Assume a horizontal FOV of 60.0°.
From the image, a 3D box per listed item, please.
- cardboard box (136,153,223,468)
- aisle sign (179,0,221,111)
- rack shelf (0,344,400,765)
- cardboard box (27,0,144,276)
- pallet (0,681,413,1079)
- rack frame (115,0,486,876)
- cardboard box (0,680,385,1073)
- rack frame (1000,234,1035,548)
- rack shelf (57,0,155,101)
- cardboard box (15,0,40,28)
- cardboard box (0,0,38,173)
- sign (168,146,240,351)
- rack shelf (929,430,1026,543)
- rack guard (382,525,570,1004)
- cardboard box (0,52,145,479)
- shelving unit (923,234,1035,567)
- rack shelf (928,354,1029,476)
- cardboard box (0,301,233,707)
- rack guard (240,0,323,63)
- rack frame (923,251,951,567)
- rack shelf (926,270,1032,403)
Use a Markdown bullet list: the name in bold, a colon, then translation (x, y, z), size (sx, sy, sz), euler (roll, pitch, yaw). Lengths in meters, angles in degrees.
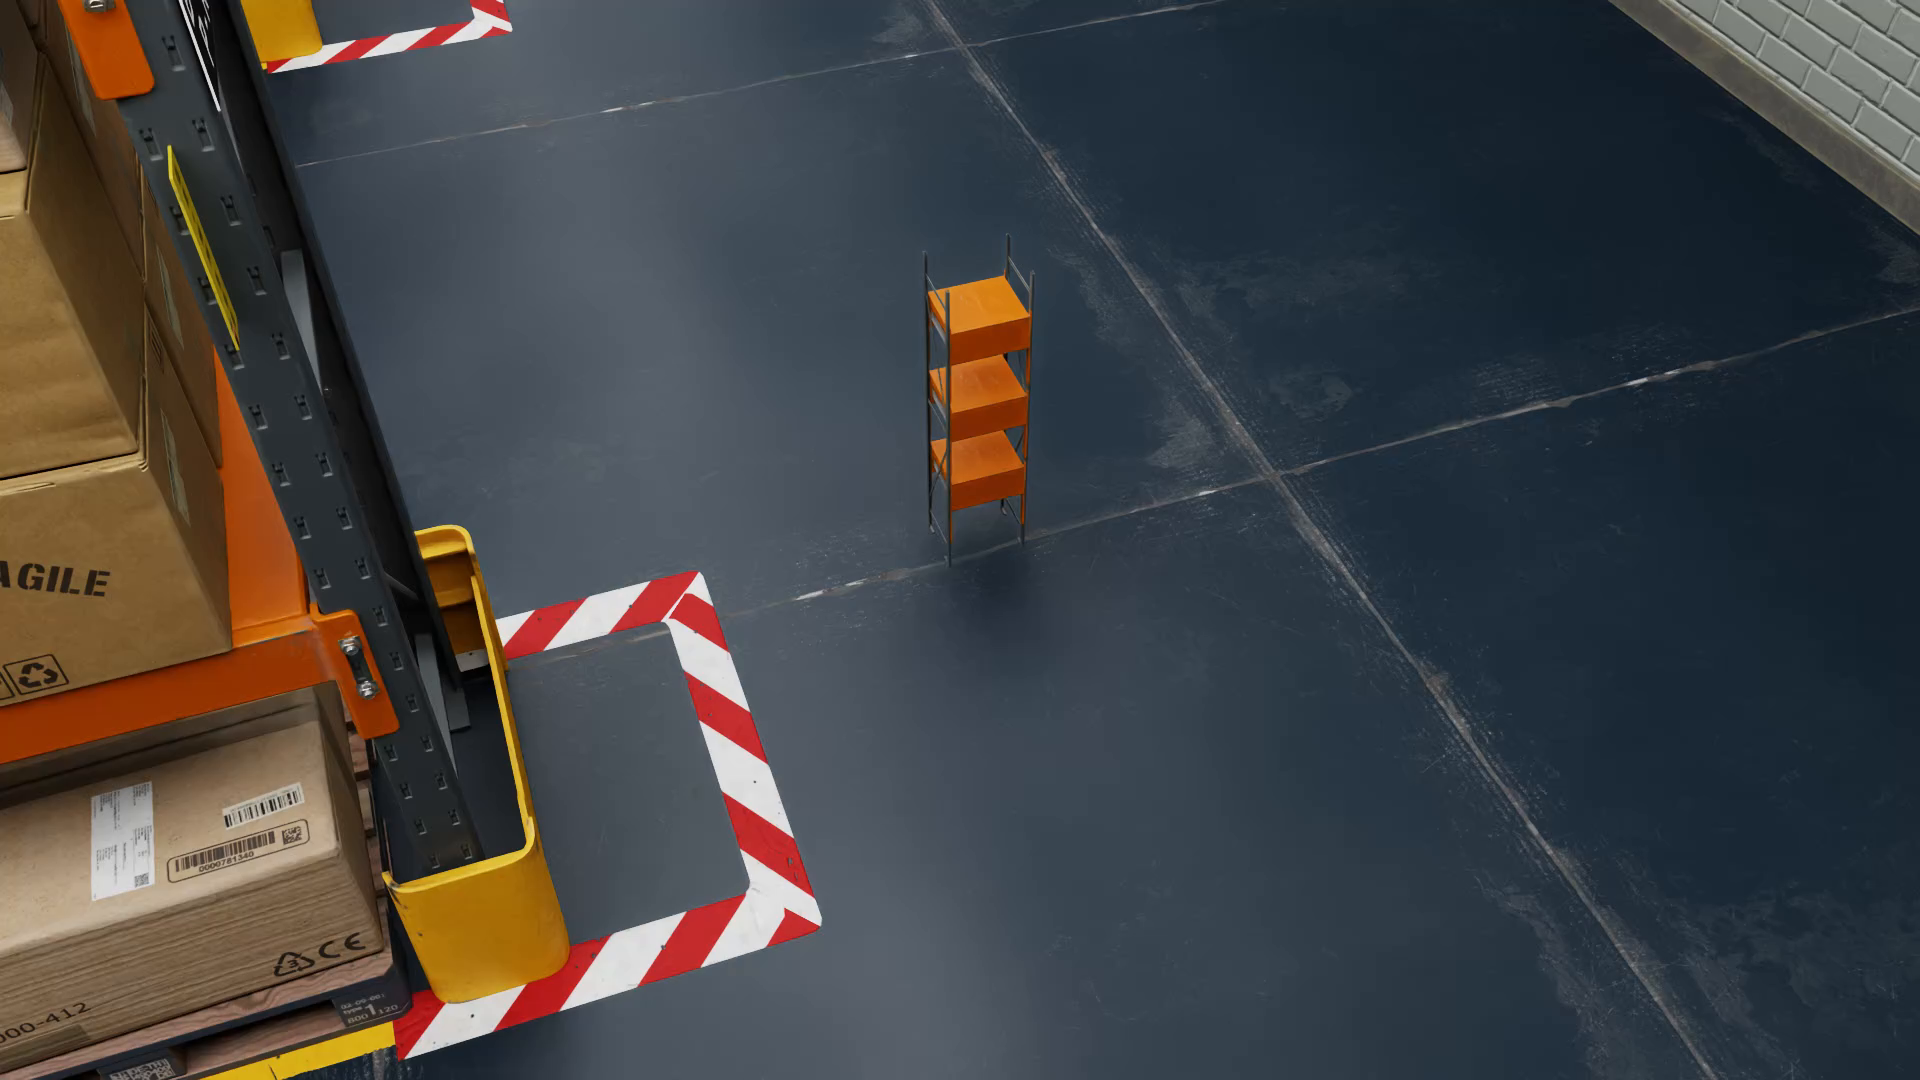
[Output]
- **cardboard box**: translation (-1.900, -0.436, 3.496), size (0.500, 0.500, 0.500), euler (-15, 47, -14)
- **aisle sign**: translation (-1.178, -1.053, 2.346), size (0.004, 0.787, 0.394), euler (-14, 47, -14)
- **rack shelf**: translation (-3.232, 0.411, 3.231), size (4.000, 0.370, 1.077), euler (-14, 47, -14)
- **cardboard box**: translation (-1.899, -0.787, 3.140), size (0.500, 0.500, 0.500), euler (-15, 47, -15)
- **pallet**: translation (-2.076, 0.904, 4.200), size (1.213, 0.211, 1.003), euler (-14, 47, -14)
- **rack frame**: translation (-1.351, -0.324, 3.456), size (0.127, 3.000, 1.000), euler (-14, 47, -14)
- **cardboard box**: translation (-1.938, 0.657, 3.990), size (0.875, 0.438, 0.875), euler (-16, 47, -15)
- **rack frame**: translation (0.165, -0.413, 4.920), size (0.008, 1.050, 0.200), euler (-14, 47, -14)
- **rack shelf**: translation (-3.232, -0.648, 2.169), size (4.000, 0.370, 1.077), euler (-14, 47, -14)
- **cardboard box**: translation (-1.779, -1.041, 2.935), size (0.250, 0.149, 0.380), euler (-13, 47, -13)
- **cardboard box**: translation (-1.620, -0.722, 2.617), size (0.250, 0.149, 0.380), euler (-14, 47, -13)
- **sign**: translation (-1.180, -0.452, 2.598), size (0.005, 0.325, 0.100), euler (-14, 47, -14)
- **rack shelf**: translation (0.050, -0.180, 5.095), size (0.240, 0.259, 0.215), euler (-14, 47, -14)
- **rack guard**: translation (-1.328, 0.552, 4.347), size (0.348, 0.500, 1.175), euler (-14, 47, -14)
- **cardboard box**: translation (-1.723, -0.438, 2.792), size (0.500, 0.500, 0.500), euler (-13, 47, -13)
- **shelving unit**: translation (0.050, -0.383, 4.891), size (0.252, 1.050, 0.215), euler (-14, 47, -14)
- **rack shelf**: translation (0.050, -0.376, 4.898), size (0.240, 0.259, 0.215), euler (-14, 47, -14)
- **cardboard box**: translation (-1.715, -0.067, 3.129), size (0.500, 0.500, 0.500), euler (-14, 47, -14)
- **rack guard**: translation (-3.198, -2.697, 7.585), size (0.348, 0.500, 1.175), euler (-14, 47, -14)
- **rack frame**: translation (-0.064, -0.354, 4.862), size (0.008, 1.050, 0.200), euler (-14, 47, -14)
- **rack shelf**: translation (0.050, -0.576, 4.697), size (0.240, 0.259, 0.215), euler (-14, 47, -14)
